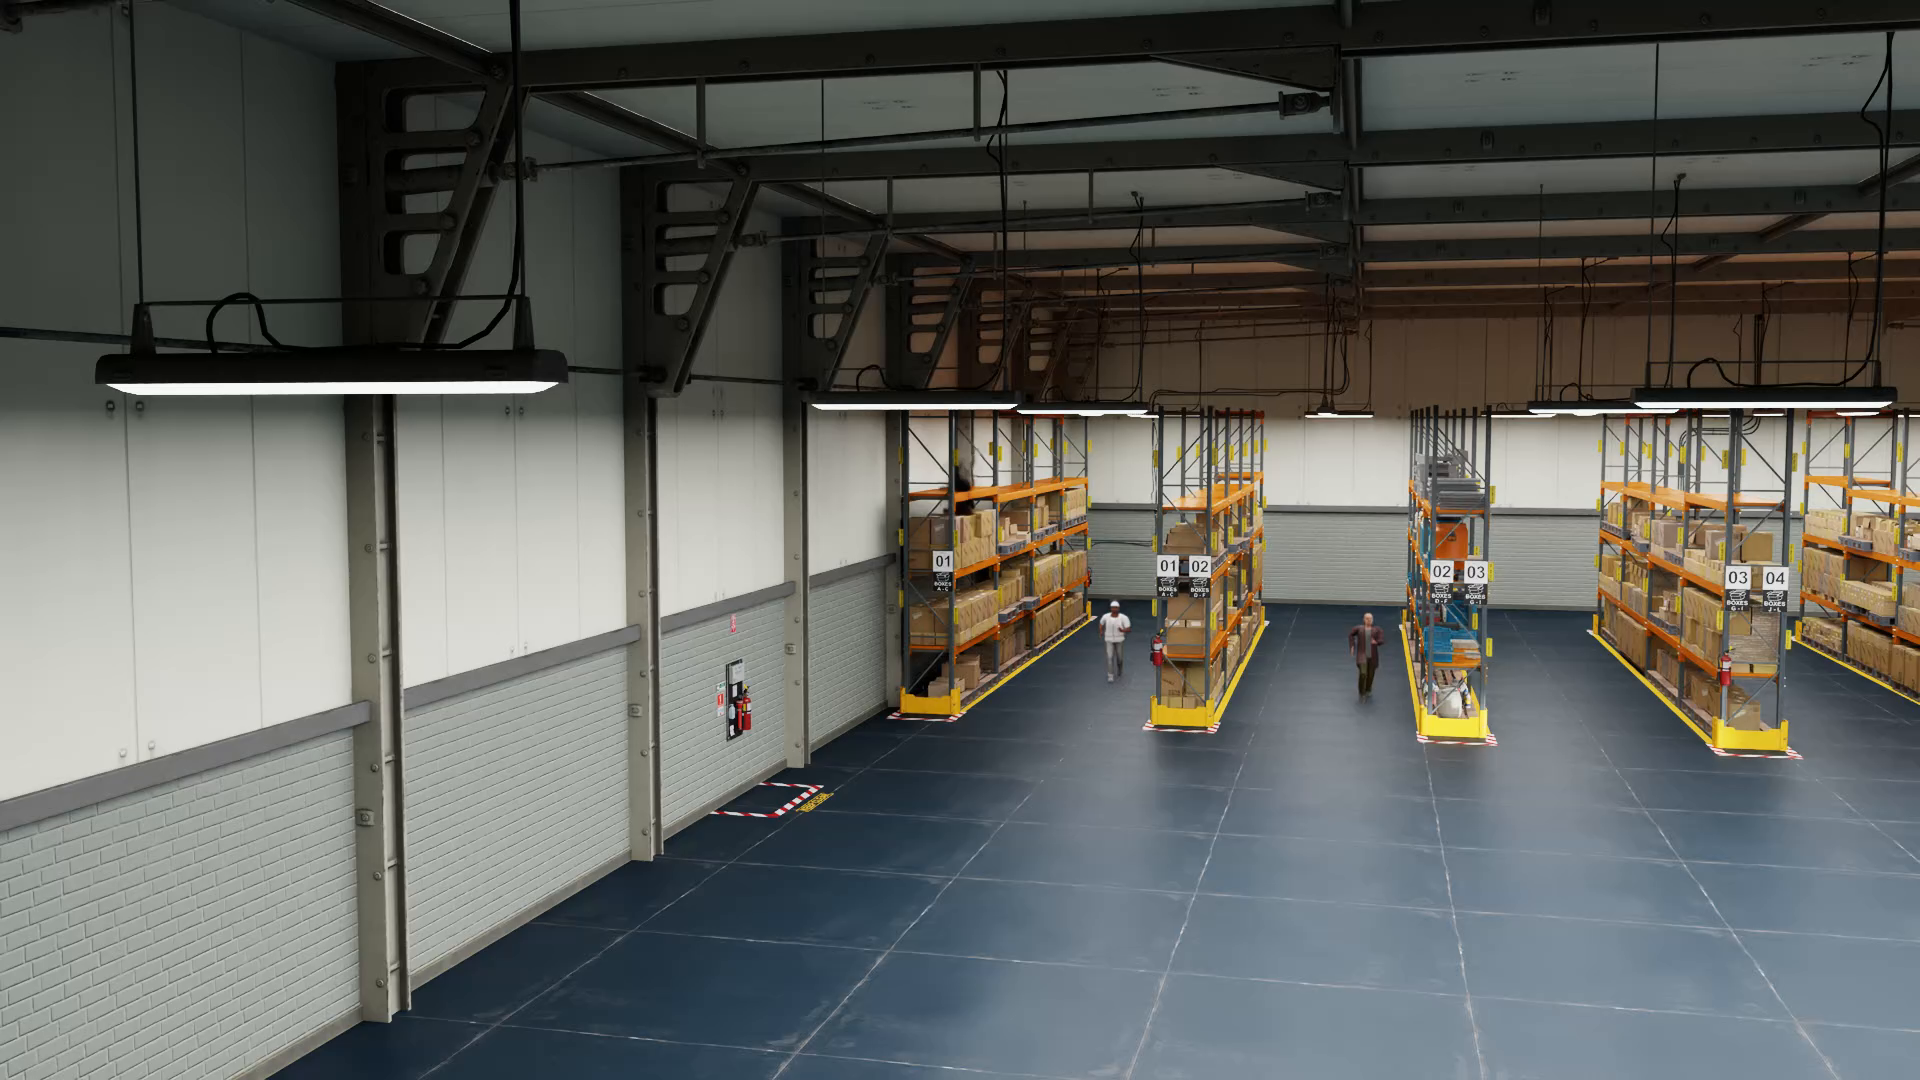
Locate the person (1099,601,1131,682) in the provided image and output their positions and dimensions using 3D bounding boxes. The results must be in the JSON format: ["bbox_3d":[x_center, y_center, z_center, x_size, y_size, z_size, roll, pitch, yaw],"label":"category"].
[{"bbox_3d":[3.389,2.214,36.504,0.710,1.745,0.968,1,4,10],"label":"person"}]

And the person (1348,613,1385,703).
[{"bbox_3d":[8.304,2.408,33.923,0.668,1.846,0.829,0,4,3],"label":"person"}]
